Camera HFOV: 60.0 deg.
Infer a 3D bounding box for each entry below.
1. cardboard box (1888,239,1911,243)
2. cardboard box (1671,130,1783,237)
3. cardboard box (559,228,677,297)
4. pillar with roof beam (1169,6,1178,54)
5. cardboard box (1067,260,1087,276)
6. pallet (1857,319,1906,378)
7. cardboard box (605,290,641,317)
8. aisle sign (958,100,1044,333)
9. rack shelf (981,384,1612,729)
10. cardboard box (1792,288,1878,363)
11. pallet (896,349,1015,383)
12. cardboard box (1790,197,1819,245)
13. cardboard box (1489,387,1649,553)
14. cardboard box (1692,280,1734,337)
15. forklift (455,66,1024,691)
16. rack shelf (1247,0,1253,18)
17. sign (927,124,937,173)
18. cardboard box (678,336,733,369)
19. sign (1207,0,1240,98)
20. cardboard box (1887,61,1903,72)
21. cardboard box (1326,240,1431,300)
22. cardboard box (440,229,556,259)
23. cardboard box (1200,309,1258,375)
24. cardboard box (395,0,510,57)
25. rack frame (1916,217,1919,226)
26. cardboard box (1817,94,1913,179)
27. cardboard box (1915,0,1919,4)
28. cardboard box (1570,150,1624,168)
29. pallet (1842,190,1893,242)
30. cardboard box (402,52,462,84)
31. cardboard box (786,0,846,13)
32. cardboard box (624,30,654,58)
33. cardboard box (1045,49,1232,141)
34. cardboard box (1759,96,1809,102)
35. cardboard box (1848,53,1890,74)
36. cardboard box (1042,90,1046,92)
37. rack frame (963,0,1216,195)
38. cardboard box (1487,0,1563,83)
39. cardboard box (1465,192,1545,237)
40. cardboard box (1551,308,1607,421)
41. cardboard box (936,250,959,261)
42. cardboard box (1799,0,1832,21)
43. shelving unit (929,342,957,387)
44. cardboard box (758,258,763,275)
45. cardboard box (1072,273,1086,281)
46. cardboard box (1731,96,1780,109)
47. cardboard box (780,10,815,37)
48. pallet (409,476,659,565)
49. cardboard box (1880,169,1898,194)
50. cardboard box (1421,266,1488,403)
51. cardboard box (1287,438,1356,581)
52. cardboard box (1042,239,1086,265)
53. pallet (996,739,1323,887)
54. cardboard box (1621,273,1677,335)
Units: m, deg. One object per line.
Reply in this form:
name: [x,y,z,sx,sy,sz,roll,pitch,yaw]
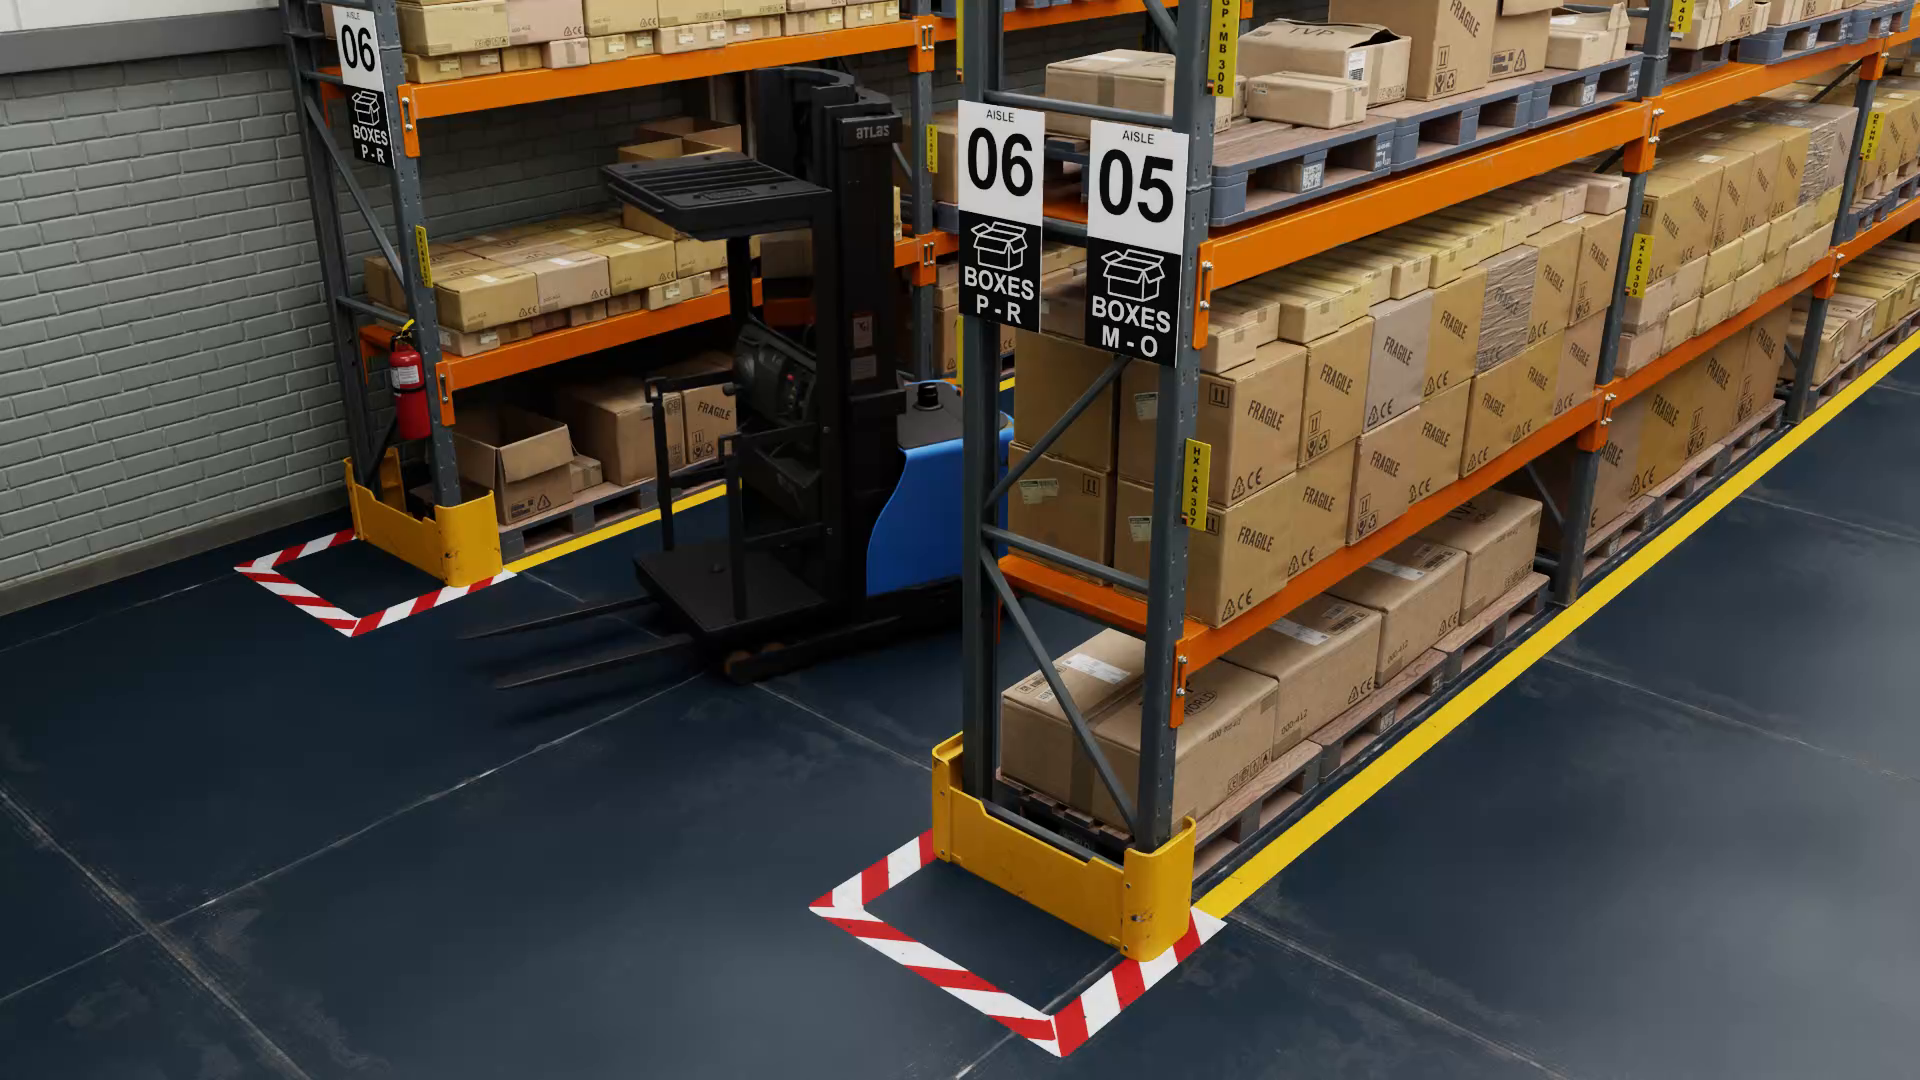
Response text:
cardboard box: [8.625,-2.762,15.591,0.500,0.250,0.500,22,32,40]
cardboard box: [4.595,-2.165,10.068,0.500,0.500,0.500,20,31,37]
cardboard box: [-2.102,-1.710,10.218,0.500,0.250,0.500,19,31,37]
pillar with roof beam: [5.466,-5.912,12.436,9.100,9.000,0.400,20,31,38]
cardboard box: [0.918,-2.097,13.803,0.500,0.500,0.500,19,30,36]
pallet: [7.098,-1.688,13.756,1.003,0.211,1.213,20,31,38]
cardboard box: [-2.182,-1.502,10.241,0.380,0.149,0.250,21,31,38]
aisle sign: [0.142,-1.164,6.002,0.394,0.787,0.004,20,31,38]
rack shelf: [1.756,-0.196,7.901,1.077,0.370,4.000,20,31,38]
cardboard box: [6.632,-1.741,13.166,0.950,0.372,0.625,19,31,37]
pallet: [-0.093,-1.474,13.279,1.003,0.211,1.213,20,31,38]
cardboard box: [5.287,-2.138,10.924,0.500,0.250,0.500,19,30,36]
cardboard box: [3.445,-0.567,9.931,0.875,0.875,0.875,21,32,39]
cardboard box: [4.279,-1.437,9.972,0.500,0.250,0.500,20,31,37]
forklift: [-1.140,-0.839,8.538,3.031,2.935,1.130,-14,28,-28]
rack shelf: [3.396,-5.357,15.743,1.077,0.370,4.000,20,31,38]
sign: [-0.199,-2.737,11.630,0.100,0.325,0.005,20,31,38]
cardboard box: [-1.506,-1.047,11.461,0.700,0.500,0.500,19,30,36]
sign: [0.831,-1.565,5.244,0.100,0.325,0.005,20,31,38]
cardboard box: [7.570,-3.727,13.897,0.500,0.500,0.500,20,31,38]
cardboard box: [1.741,-1.137,6.982,0.380,0.149,0.250,20,31,38]
cardboard box: [-2.823,-1.706,10.208,0.500,0.250,0.500,20,31,38]
cardboard box: [0.864,-0.746,6.109,0.380,0.149,0.250,21,32,39]
cardboard box: [-2.778,-2.766,8.906,0.500,0.250,0.500,20,31,37]
rack frame: [8.430,-3.571,14.548,1.000,3.000,0.127,20,31,38]
cardboard box: [6.576,-2.960,12.186,0.500,0.500,0.500,22,32,40]
cardboard box: [6.757,-4.241,12.249,0.797,0.503,0.637,20,31,38]
cardboard box: [3.542,-2.000,9.700,0.500,0.500,0.500,21,32,39]
pallet: [6.157,-2.511,12.419,1.213,0.211,1.003,20,31,38]
cardboard box: [-2.892,-2.557,8.927,0.380,0.149,0.250,21,32,39]
cardboard box: [-1.083,-3.547,10.649,0.500,0.250,0.500,19,30,36]
cardboard box: [-2.021,-2.939,9.780,0.380,0.149,0.250,20,31,37]
cardboard box: [0.655,-1.614,6.066,0.500,0.250,0.500,17,29,33]
cardboard box: [5.857,-2.940,12.141,0.500,0.500,0.500,19,30,36]
cardboard box: [7.205,-3.834,13.343,0.250,0.149,0.380,-22,32,-40]
cardboard box: [1.110,-3.398,13.522,0.797,0.503,0.637,19,31,36]
rack frame: [0.421,-2.653,5.167,1.000,3.000,0.127,20,31,38]
cardboard box: [2.215,-2.367,7.435,0.637,0.503,0.797,-21,32,-39]
cardboard box: [2.536,-1.545,7.892,0.380,0.149,0.250,20,31,37]
cardboard box: [2.972,-0.968,8.621,0.500,0.500,0.500,20,31,38]
cardboard box: [-0.033,-2.100,12.652,0.380,0.149,0.250,18,30,35]
cardboard box: [4.800,-3.342,9.736,0.500,0.500,0.500,20,31,38]
shelving unit: [-0.064,-0.601,10.124,0.189,1.200,0.258,-6,25,-13]
cardboard box: [-1.291,-1.878,11.080,0.380,0.149,0.250,20,31,37]
cardboard box: [0.663,-0.961,6.590,0.380,0.149,0.250,21,31,38]
cardboard box: [5.249,-2.771,11.419,0.500,0.500,0.500,19,30,36]
cardboard box: [-1.147,-3.325,10.640,0.380,0.149,0.250,20,31,37]
pallet: [-2.695,-0.263,10.579,1.003,0.211,1.213,20,31,38]
cardboard box: [6.746,-2.704,12.407,0.380,0.149,0.250,20,31,38]
cardboard box: [1.963,-0.956,7.371,0.500,0.500,0.500,20,31,38]
cardboard box: [1.272,-0.190,6.886,0.500,0.500,0.500,20,31,37]
cardboard box: [0.813,-2.377,13.634,0.380,0.149,0.250,20,31,38]
pallet: [0.897,1.092,7.556,1.003,0.211,1.213,20,31,38]
cardboard box: [3.595,-1.351,9.168,0.500,0.250,0.500,19,30,36]
